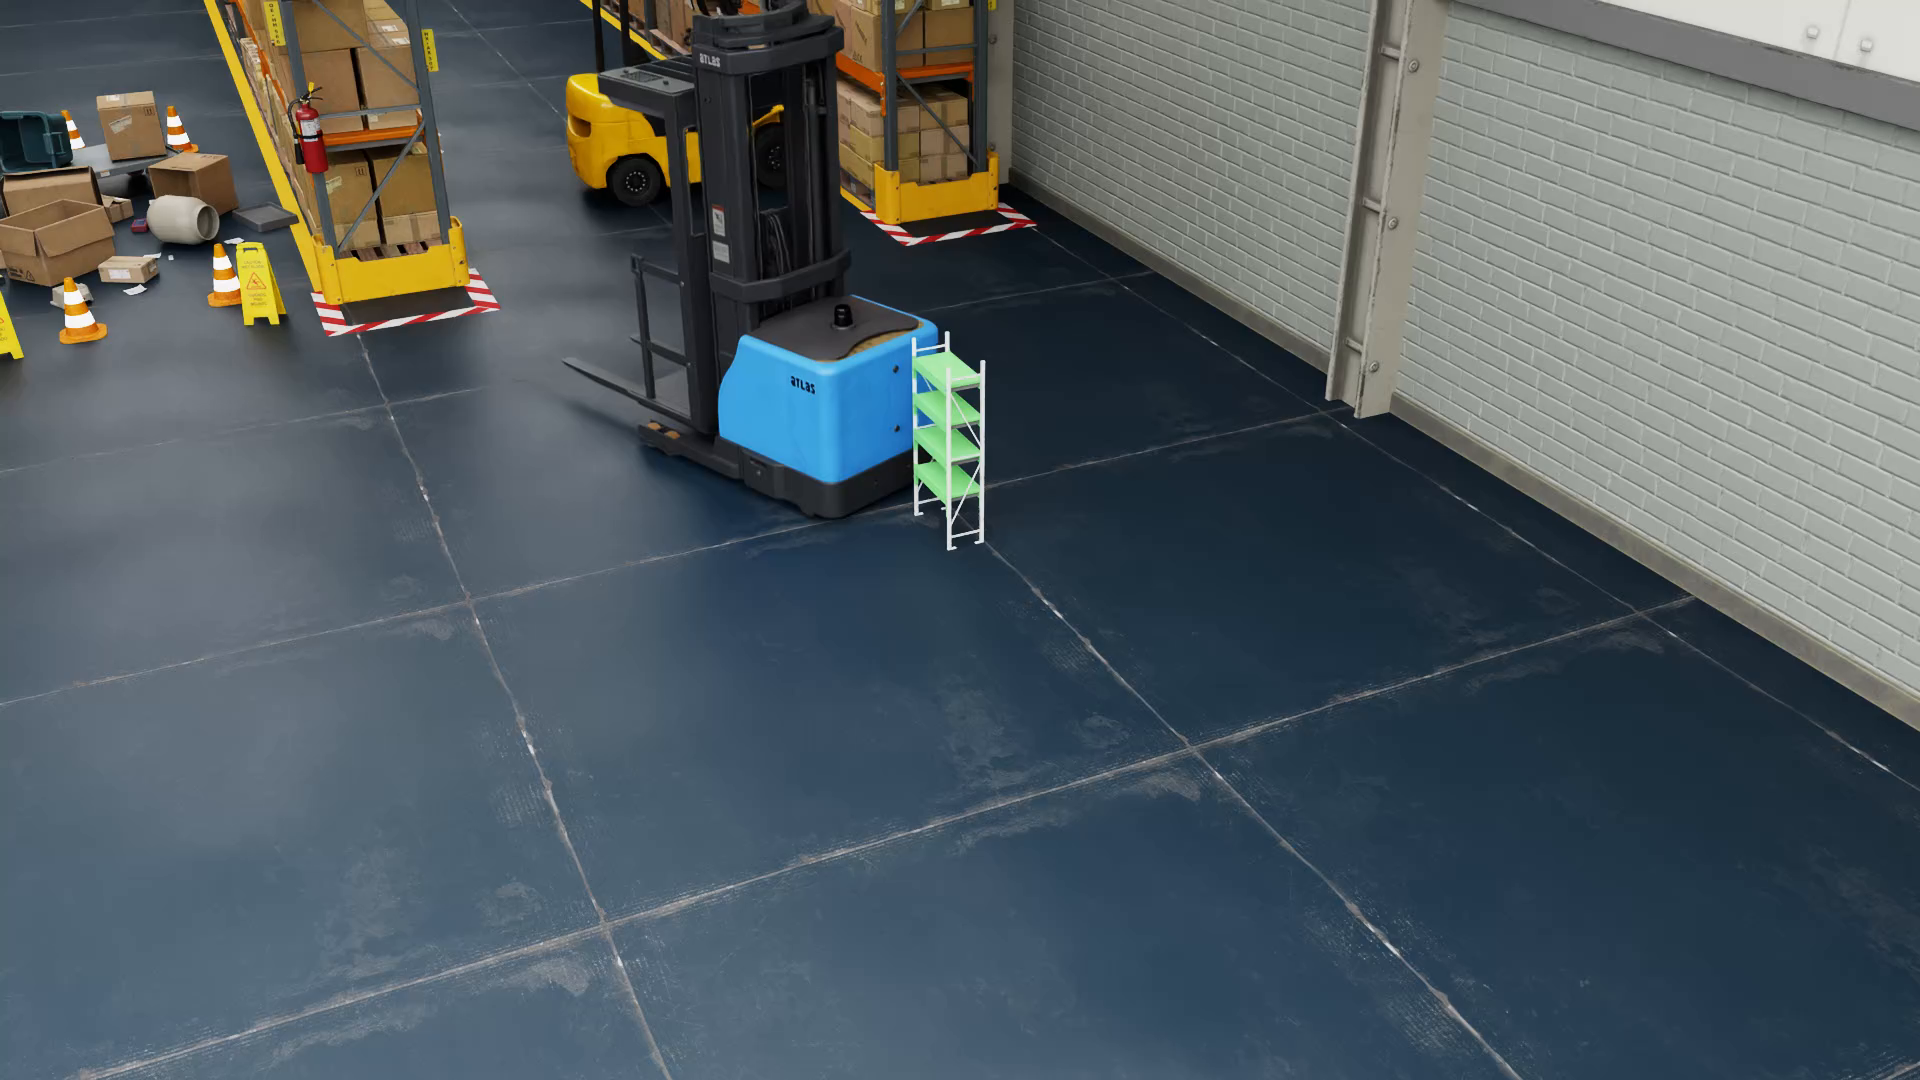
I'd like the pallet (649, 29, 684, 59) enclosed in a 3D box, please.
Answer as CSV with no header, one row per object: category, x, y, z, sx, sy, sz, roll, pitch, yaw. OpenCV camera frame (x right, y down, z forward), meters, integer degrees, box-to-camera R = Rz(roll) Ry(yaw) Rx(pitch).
pallet,-3.340,-6.384,21.391,1.003,0.211,1.213,-13,32,-22

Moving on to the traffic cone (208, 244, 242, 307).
traffic cone,-6.055,-2.207,13.685,0.336,0.463,0.334,-13,32,-22

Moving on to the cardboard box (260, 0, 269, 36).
cardboard box,-5.332,-4.408,13.589,0.700,0.500,0.500,-13,32,-22

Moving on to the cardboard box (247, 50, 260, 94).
cardboard box,-7.582,-5.389,19.024,0.950,0.372,0.625,-14,32,-23

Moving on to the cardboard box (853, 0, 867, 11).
cardboard box,-0.762,-4.965,15.246,0.380,0.149,0.250,-13,32,-21

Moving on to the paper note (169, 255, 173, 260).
paper note,-6.953,-2.488,14.650,0.032,0.001,0.123,-13,32,-22

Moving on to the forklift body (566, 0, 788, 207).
forklift body,-2.686,-4.522,16.088,2.313,2.155,1.214,-13,32,-22

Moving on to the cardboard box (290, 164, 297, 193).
cardboard box,-5.944,-3.360,15.530,0.500,0.250,0.500,-14,32,-23

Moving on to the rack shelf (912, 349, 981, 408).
rack shelf,-0.071,-0.959,9.856,0.258,0.148,0.480,-13,32,-22

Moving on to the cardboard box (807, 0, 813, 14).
cardboard box,-1.333,-5.321,16.543,0.500,0.500,0.500,-13,32,-22

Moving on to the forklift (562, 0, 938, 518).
forklift,-1.552,-2.016,10.822,3.031,2.935,1.130,24,37,36

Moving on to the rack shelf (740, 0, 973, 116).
rack shelf,-1.083,-5.008,16.822,1.077,0.370,4.000,-13,32,-22

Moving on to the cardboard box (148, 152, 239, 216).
cardboard box,-7.192,-3.313,15.617,0.500,0.500,0.500,7,30,13

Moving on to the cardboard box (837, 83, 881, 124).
cardboard box,-0.928,-4.220,16.041,0.500,0.250,0.500,-12,32,-21

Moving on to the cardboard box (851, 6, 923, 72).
cardboard box,-0.672,-4.644,15.335,0.500,0.500,0.500,-14,32,-23

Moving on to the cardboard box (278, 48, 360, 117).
cardboard box,-5.187,-3.749,13.436,0.500,0.500,0.500,-14,32,-23

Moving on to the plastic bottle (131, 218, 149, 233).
plastic bottle,-7.562,-2.915,15.360,0.133,0.061,0.283,-8,30,-13

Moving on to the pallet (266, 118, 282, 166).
pallet,-6.758,-4.288,17.654,1.003,0.211,1.213,-13,32,-22

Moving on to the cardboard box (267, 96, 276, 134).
cardboard box,-6.650,-4.429,17.312,0.950,0.372,0.625,-13,32,-21

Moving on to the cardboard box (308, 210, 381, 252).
cardboard box,-5.306,-2.689,14.333,0.500,0.250,0.500,-13,32,-22

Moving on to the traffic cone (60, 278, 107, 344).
traffic cone,-6.912,-1.823,13.001,0.336,0.463,0.334,-13,32,-22

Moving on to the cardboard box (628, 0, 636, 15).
cardboard box,-4.239,-7.430,22.532,0.500,0.500,0.500,-14,32,-23

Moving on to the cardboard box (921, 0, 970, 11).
cardboard box,-0.135,-4.969,15.251,0.380,0.149,0.250,-14,32,-23

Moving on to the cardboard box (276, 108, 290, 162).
cardboard box,-6.173,-3.921,15.763,0.500,0.500,0.500,-12,31,-20

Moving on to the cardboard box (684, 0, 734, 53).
cardboard box,-2.826,-6.256,20.312,0.875,0.625,0.625,-14,32,-24

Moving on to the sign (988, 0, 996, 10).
sign,0.280,-4.964,15.042,0.100,0.325,0.005,-13,32,-22

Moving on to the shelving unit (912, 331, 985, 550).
shelving unit,-0.071,-0.596,10.060,0.258,1.200,0.503,-13,32,-22

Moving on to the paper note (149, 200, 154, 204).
paper note,-7.736,-3.274,16.030,0.148,0.019,0.142,-13,32,-22

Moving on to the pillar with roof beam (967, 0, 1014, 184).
pillar with roof beam,-3.597,-6.647,12.877,9.100,9.000,0.400,-13,32,-22

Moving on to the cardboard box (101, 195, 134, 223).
cardboard box,-8.011,-3.158,15.583,0.396,0.266,0.258,13,32,21

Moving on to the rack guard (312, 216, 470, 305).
rack guard,-4.738,-2.337,13.880,1.175,0.500,0.348,-13,32,-22

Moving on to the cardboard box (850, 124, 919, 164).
cardboard box,-0.715,-3.789,15.784,0.500,0.250,0.500,-14,32,-23

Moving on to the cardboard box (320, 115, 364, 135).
cardboard box,-5.059,-3.405,13.485,0.380,0.149,0.250,-12,31,-20

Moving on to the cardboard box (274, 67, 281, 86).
cardboard box,-5.903,-4.172,14.854,0.380,0.149,0.250,-13,32,-22

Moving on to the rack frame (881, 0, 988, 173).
rack frame,-0.224,-4.438,15.070,1.000,3.000,0.127,-13,32,-22

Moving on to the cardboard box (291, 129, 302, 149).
cardboard box,-5.503,-3.435,14.234,0.380,0.149,0.250,-12,31,-21

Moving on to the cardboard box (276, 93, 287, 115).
cardboard box,-6.073,-4.025,15.285,0.380,0.149,0.250,-11,31,-19

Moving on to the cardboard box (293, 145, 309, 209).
cardboard box,-5.512,-3.234,14.538,0.500,0.500,0.500,-12,31,-20

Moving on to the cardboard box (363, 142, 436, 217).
cardboard box,-4.813,-3.130,14.353,0.500,0.500,0.500,-14,32,-24

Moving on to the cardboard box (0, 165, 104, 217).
cardboard box,-8.155,-3.020,14.955,0.797,0.637,0.503,-13,32,-22

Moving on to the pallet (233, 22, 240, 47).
pallet,-8.930,-6.614,21.802,1.003,0.211,1.213,-13,32,-22

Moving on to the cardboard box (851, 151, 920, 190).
cardboard box,-0.711,-3.563,15.892,0.500,0.250,0.500,-13,32,-22

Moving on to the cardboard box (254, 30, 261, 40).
cardboard box,-6.485,-5.081,15.811,0.500,0.500,0.500,-13,32,-22

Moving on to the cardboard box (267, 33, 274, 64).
cardboard box,-5.810,-4.421,14.634,0.500,0.500,0.500,-13,32,-21

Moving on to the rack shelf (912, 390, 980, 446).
rack shelf,-0.071,-0.750,9.974,0.258,0.148,0.480,-13,32,-22

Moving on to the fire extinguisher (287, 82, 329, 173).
fire extinguisher,-5.072,-3.213,12.965,0.296,0.674,0.183,-13,32,-22

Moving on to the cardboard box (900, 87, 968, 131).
cardboard box,-0.259,-4.110,15.845,0.500,0.250,0.500,-14,32,-23

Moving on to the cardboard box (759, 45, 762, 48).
cardboard box,-1.806,-5.117,17.641,0.500,0.250,0.500,-13,32,-22

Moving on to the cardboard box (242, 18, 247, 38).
cardboard box,-8.740,-6.902,21.207,0.875,0.875,0.875,-13,32,-21

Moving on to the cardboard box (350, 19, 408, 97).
cardboard box,-4.883,-4.063,13.995,0.500,0.500,0.500,-12,31,-20

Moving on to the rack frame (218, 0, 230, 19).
rack frame,-9.857,-8.695,22.662,1.000,3.000,0.127,-13,32,-22
